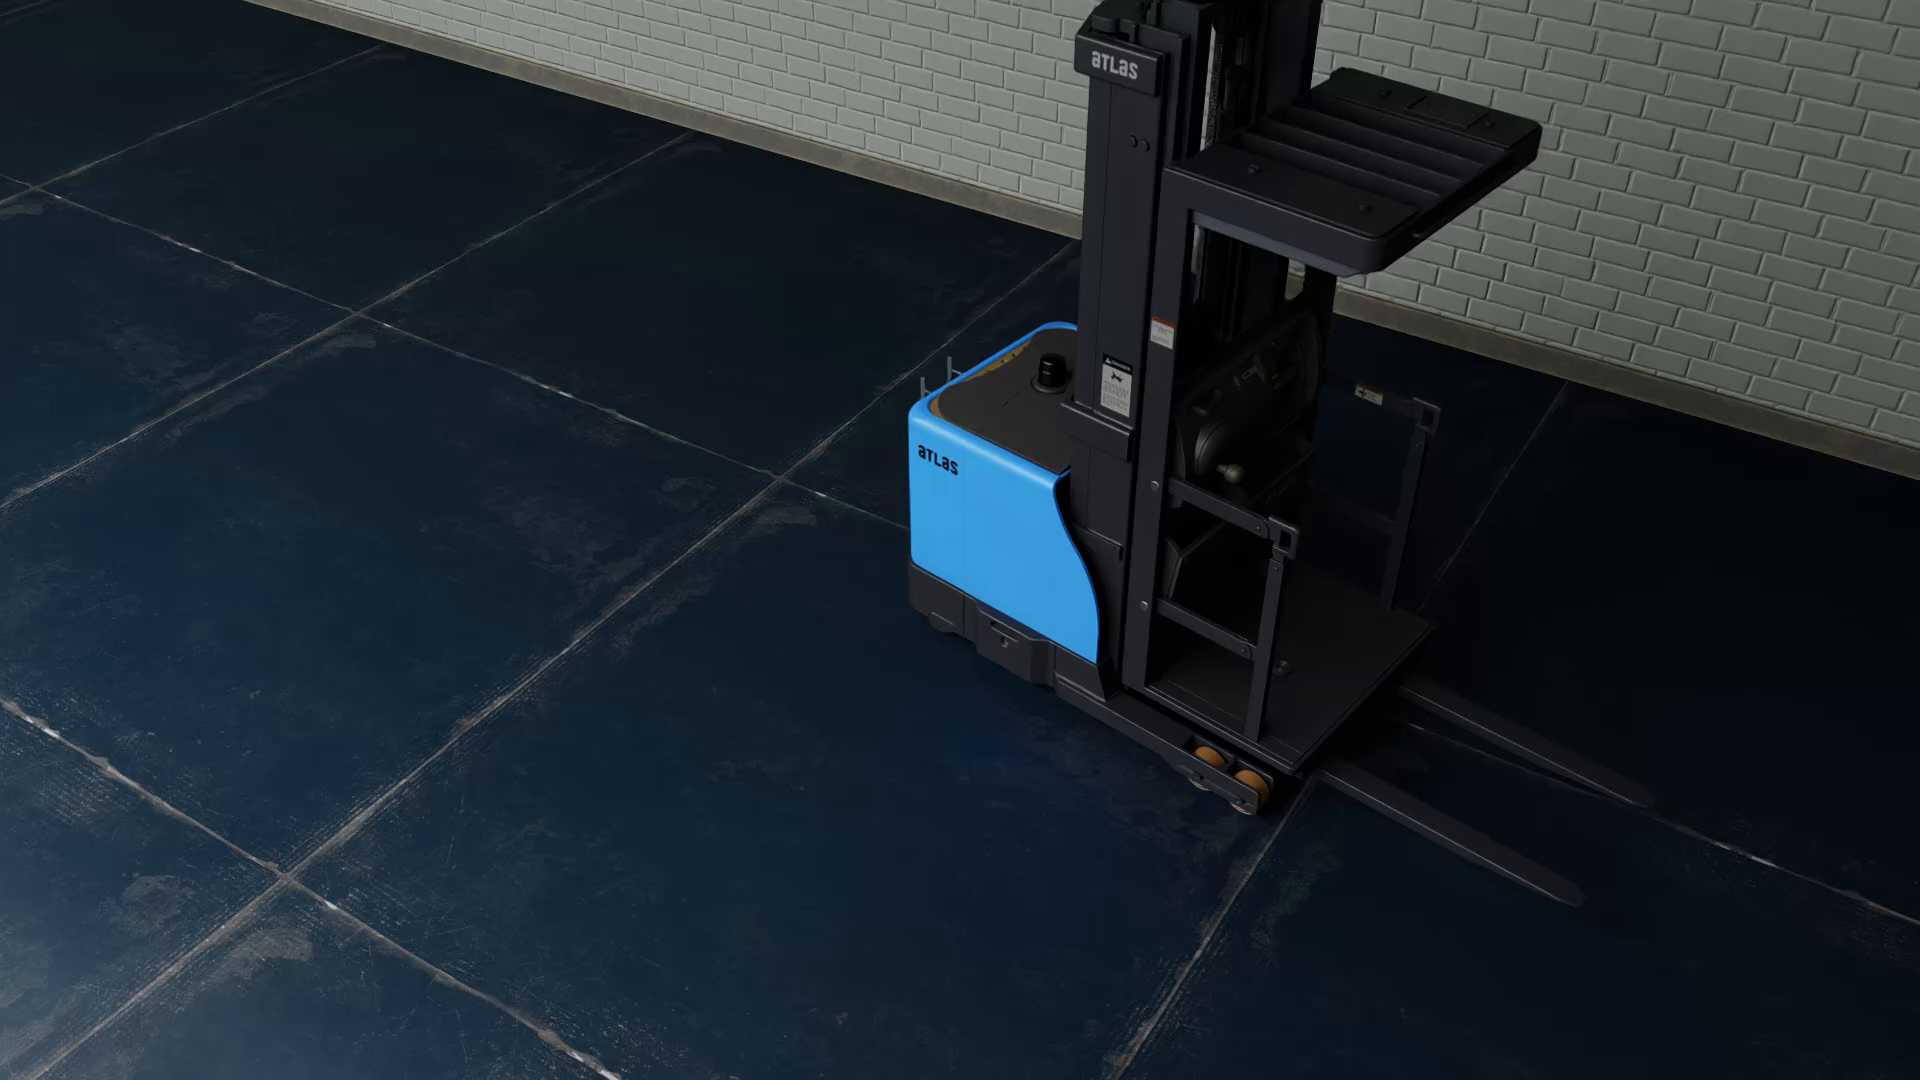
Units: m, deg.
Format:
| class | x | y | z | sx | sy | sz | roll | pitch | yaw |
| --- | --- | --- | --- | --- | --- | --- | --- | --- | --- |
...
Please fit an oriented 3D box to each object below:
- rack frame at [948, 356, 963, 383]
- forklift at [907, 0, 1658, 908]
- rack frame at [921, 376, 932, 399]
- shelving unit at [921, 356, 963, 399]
| class | x | y | z | sx | sy | sz | roll | pitch | yaw |
| --- | --- | --- | --- | --- | --- | --- | --- | --- | --- |
| rack frame | 0.046 | -0.411 | 7.545 | 0.240 | 0.900 | 0.006 | 23 | 43 | 27 |
| forklift | 1.218 | -0.476 | 5.966 | 3.031 | 2.935 | 1.130 | 28 | 46 | 31 |
| rack frame | -0.070 | -0.309 | 7.413 | 0.240 | 0.900 | 0.006 | 23 | 43 | 27 |
| shelving unit | -0.012 | -0.360 | 7.479 | 0.258 | 0.900 | 0.210 | 23 | 43 | 27 |
